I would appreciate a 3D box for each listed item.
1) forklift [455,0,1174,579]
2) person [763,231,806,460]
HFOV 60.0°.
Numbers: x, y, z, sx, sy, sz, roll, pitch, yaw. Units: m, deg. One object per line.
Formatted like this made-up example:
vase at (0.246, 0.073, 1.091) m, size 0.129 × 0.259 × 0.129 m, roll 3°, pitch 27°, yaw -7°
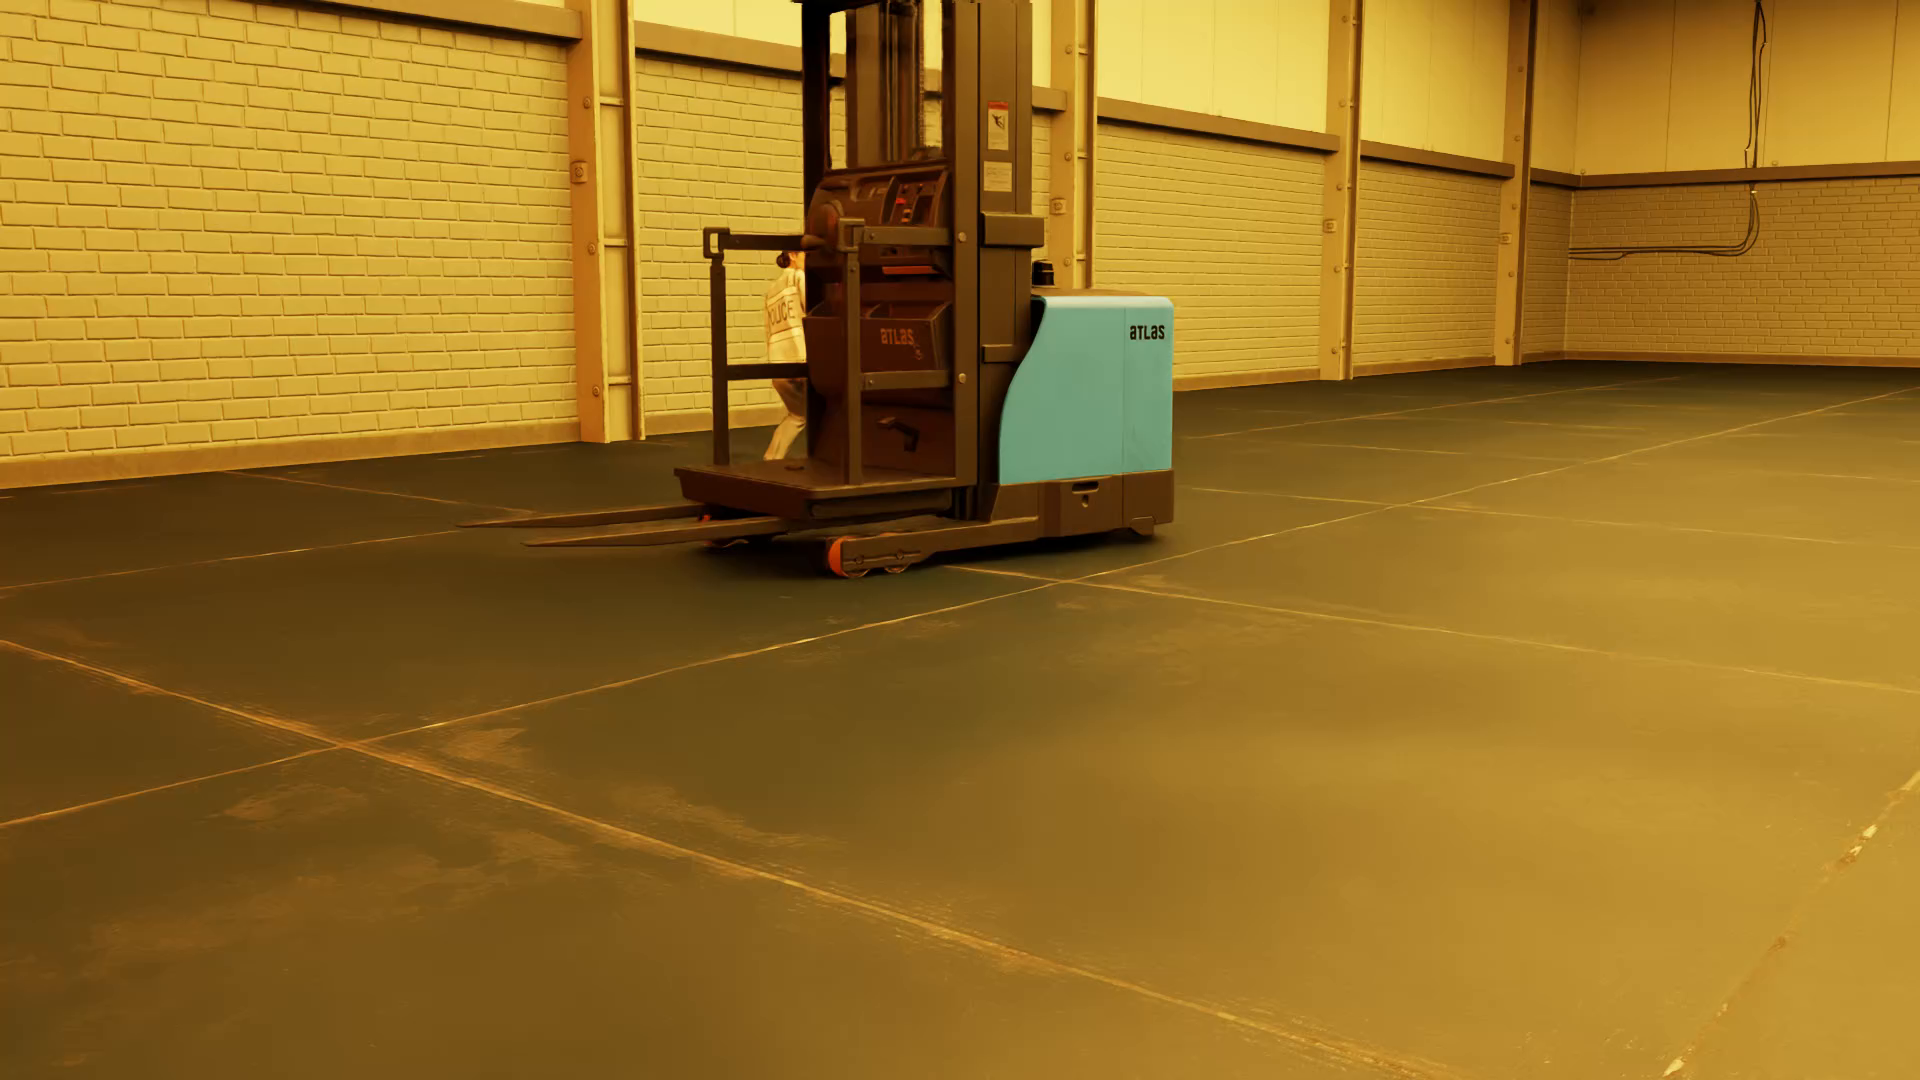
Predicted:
forklift at (-0.510, -1.386, 6.756) m, size 3.031 × 2.935 × 1.130 m, roll -7°, pitch 11°, yaw -38°
person at (-0.852, -1.055, 9.693) m, size 0.714 × 1.468 × 0.659 m, roll 5°, pitch 10°, yaw 31°
